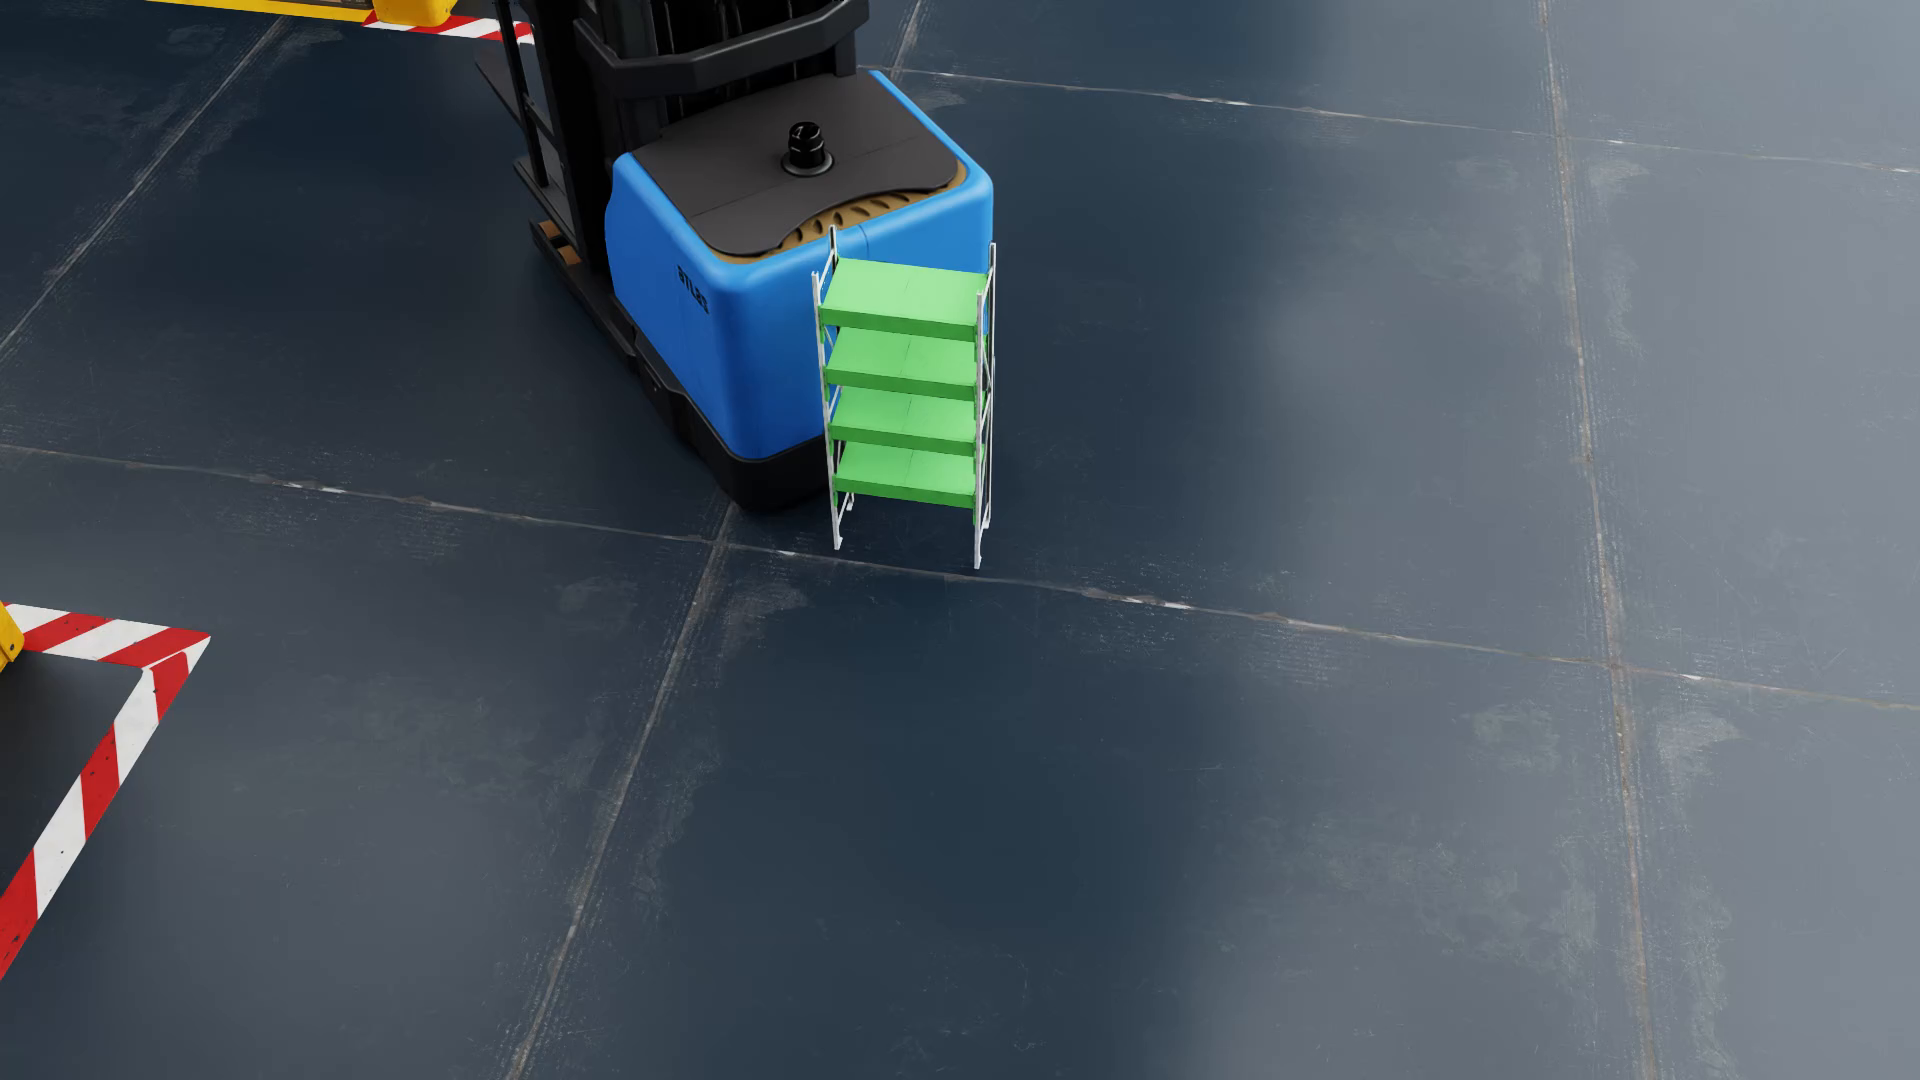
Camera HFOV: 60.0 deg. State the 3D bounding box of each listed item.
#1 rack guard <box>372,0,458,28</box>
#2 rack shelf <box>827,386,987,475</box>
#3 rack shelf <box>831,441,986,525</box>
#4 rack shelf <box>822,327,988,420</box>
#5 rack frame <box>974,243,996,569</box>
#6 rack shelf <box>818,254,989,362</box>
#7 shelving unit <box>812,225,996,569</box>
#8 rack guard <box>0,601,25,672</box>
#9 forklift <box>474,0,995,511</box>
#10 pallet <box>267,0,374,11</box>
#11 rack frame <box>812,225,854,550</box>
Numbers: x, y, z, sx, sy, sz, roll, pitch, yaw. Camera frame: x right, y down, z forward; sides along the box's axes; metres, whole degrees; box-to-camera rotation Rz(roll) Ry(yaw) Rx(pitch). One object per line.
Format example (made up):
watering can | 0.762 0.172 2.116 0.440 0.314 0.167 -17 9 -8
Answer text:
rack guard | -2.549 -3.061 8.164 0.348 0.500 1.175 8 49 7
rack shelf | -0.163 -0.380 5.371 0.480 0.148 0.258 8 49 7
rack shelf | -0.163 -0.220 5.549 0.480 0.148 0.258 8 49 7
rack shelf | -0.163 -0.541 5.192 0.480 0.148 0.258 8 49 7
rack frame | 0.077 -0.391 5.294 0.015 1.200 0.240 8 49 7
rack shelf | -0.163 -0.701 5.014 0.480 0.148 0.258 8 49 7
shelving unit | -0.163 -0.423 5.323 0.503 1.200 0.258 8 49 7
rack guard | -3.326 0.543 4.926 0.348 0.500 1.175 8 49 7
forklift | -1.079 -2.164 5.724 1.130 2.935 3.031 -25 53 -21
pallet | -3.347 -3.076 8.372 1.213 0.211 1.003 8 49 7
rack frame | -0.403 -0.455 5.352 0.015 1.200 0.240 8 49 7
